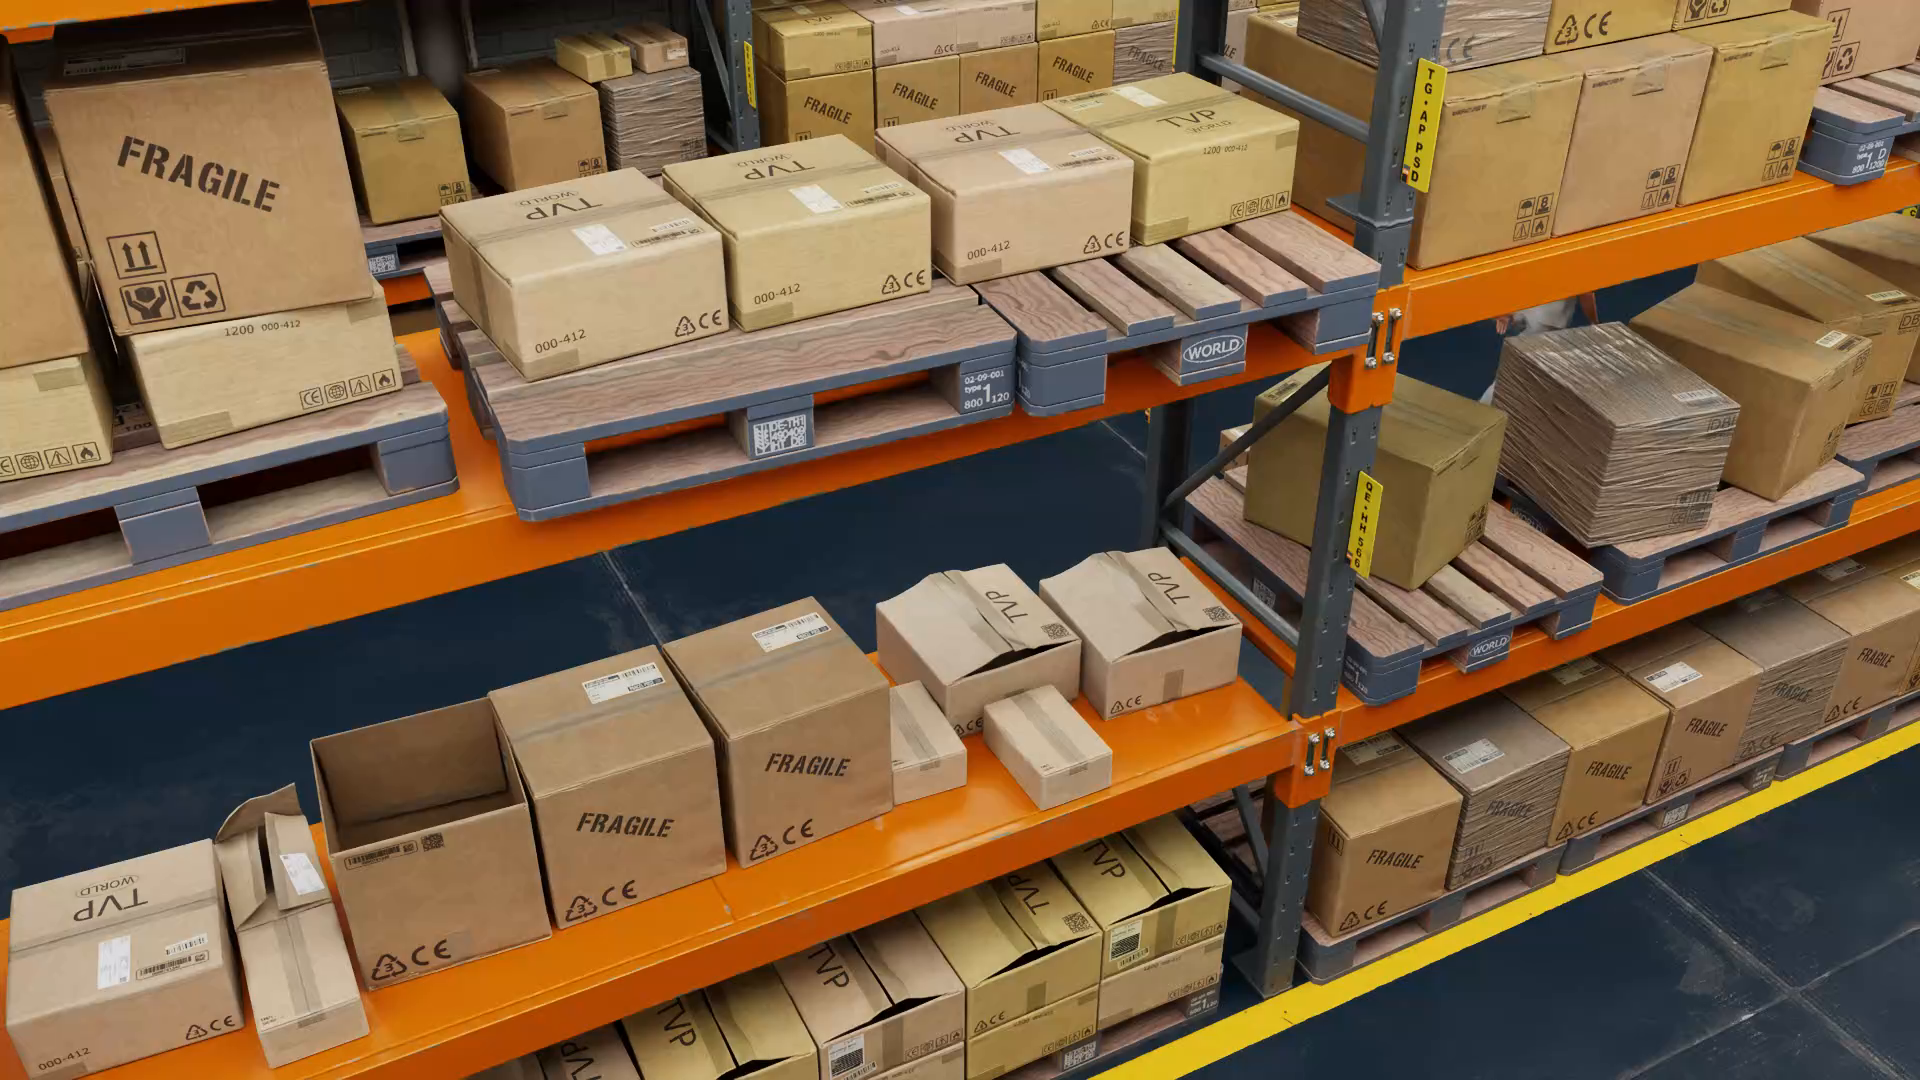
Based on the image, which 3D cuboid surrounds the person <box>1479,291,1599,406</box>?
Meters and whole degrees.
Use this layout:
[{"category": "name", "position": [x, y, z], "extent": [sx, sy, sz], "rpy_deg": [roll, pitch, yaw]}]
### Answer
[{"category": "person", "position": [3.225, -1.209, 8.971], "extent": [0.987, 1.616, 0.462], "rpy_deg": [-11, 35, -16]}]
